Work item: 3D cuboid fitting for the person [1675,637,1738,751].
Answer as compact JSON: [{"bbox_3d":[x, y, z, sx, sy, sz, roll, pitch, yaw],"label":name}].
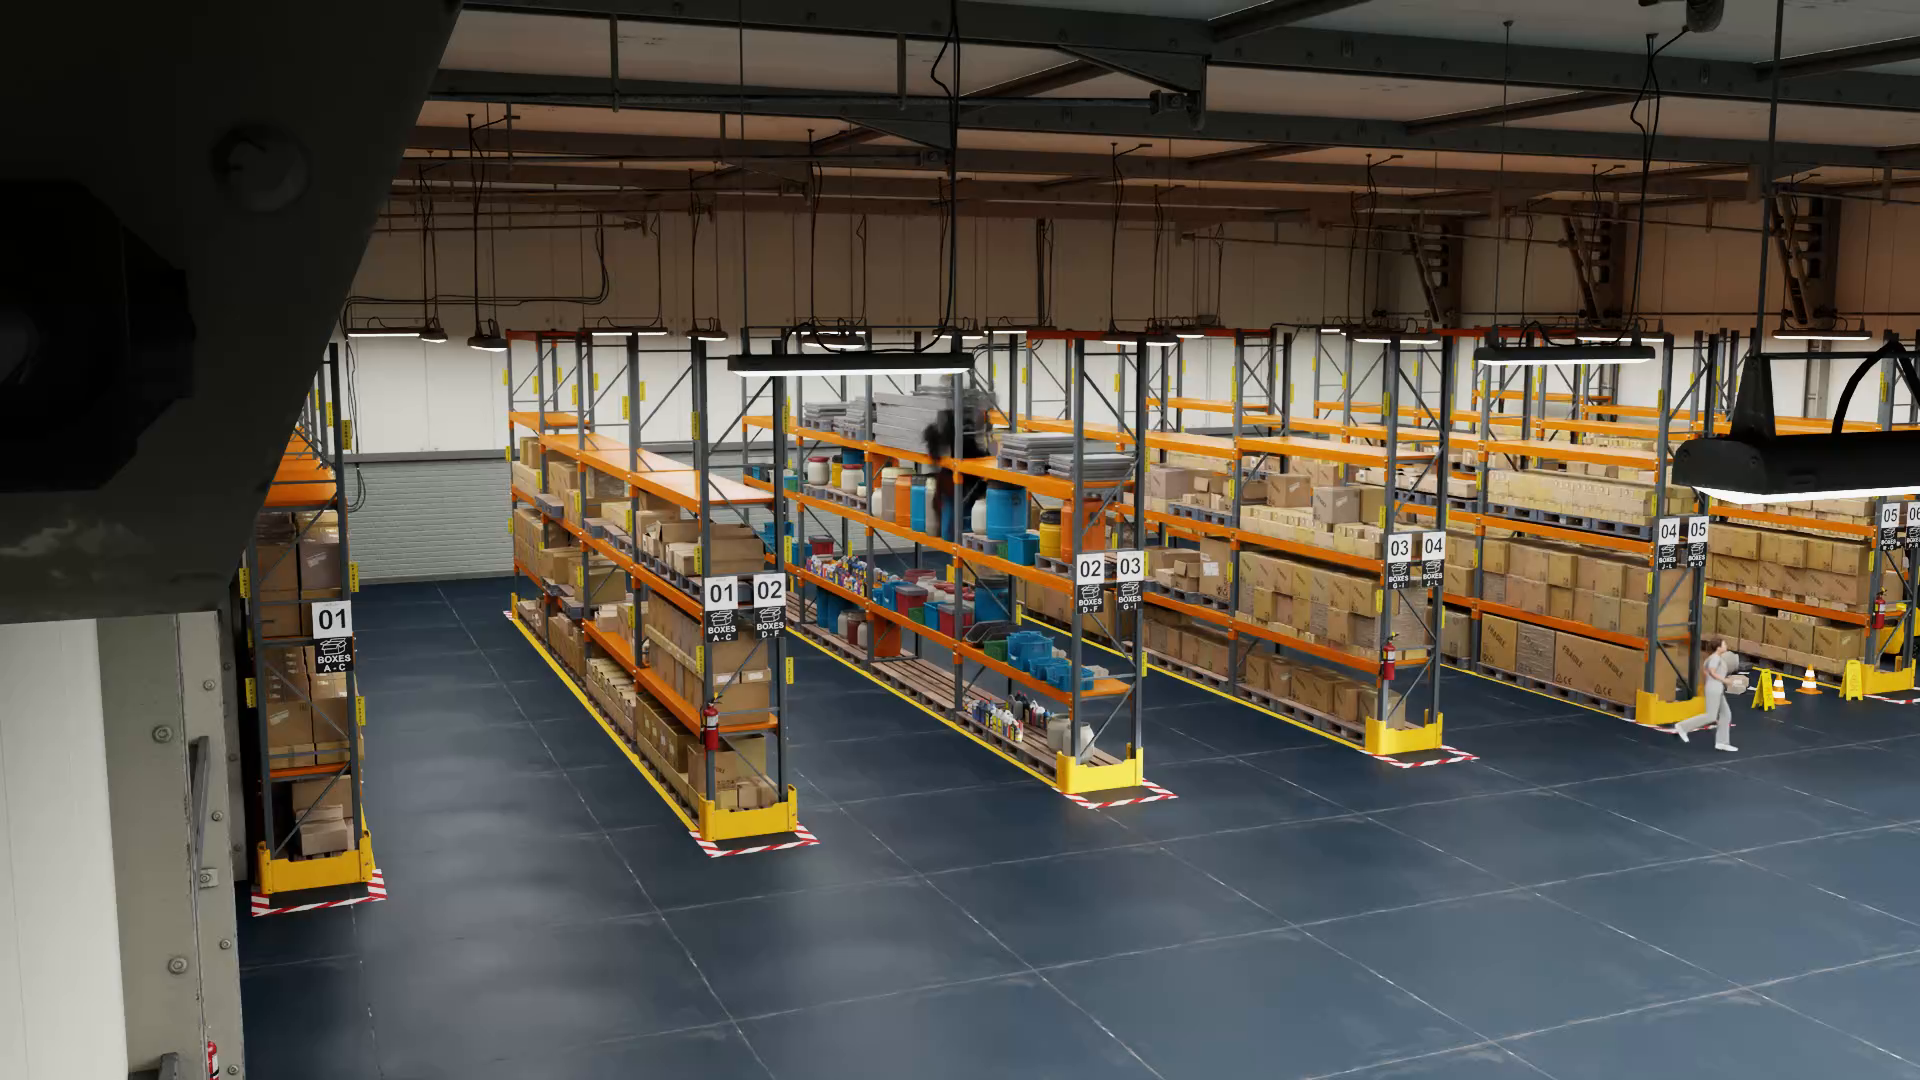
[{"bbox_3d":[10.999,2.225,24.409,0.856,1.612,0.615,4,9,26],"label":"person"}]
